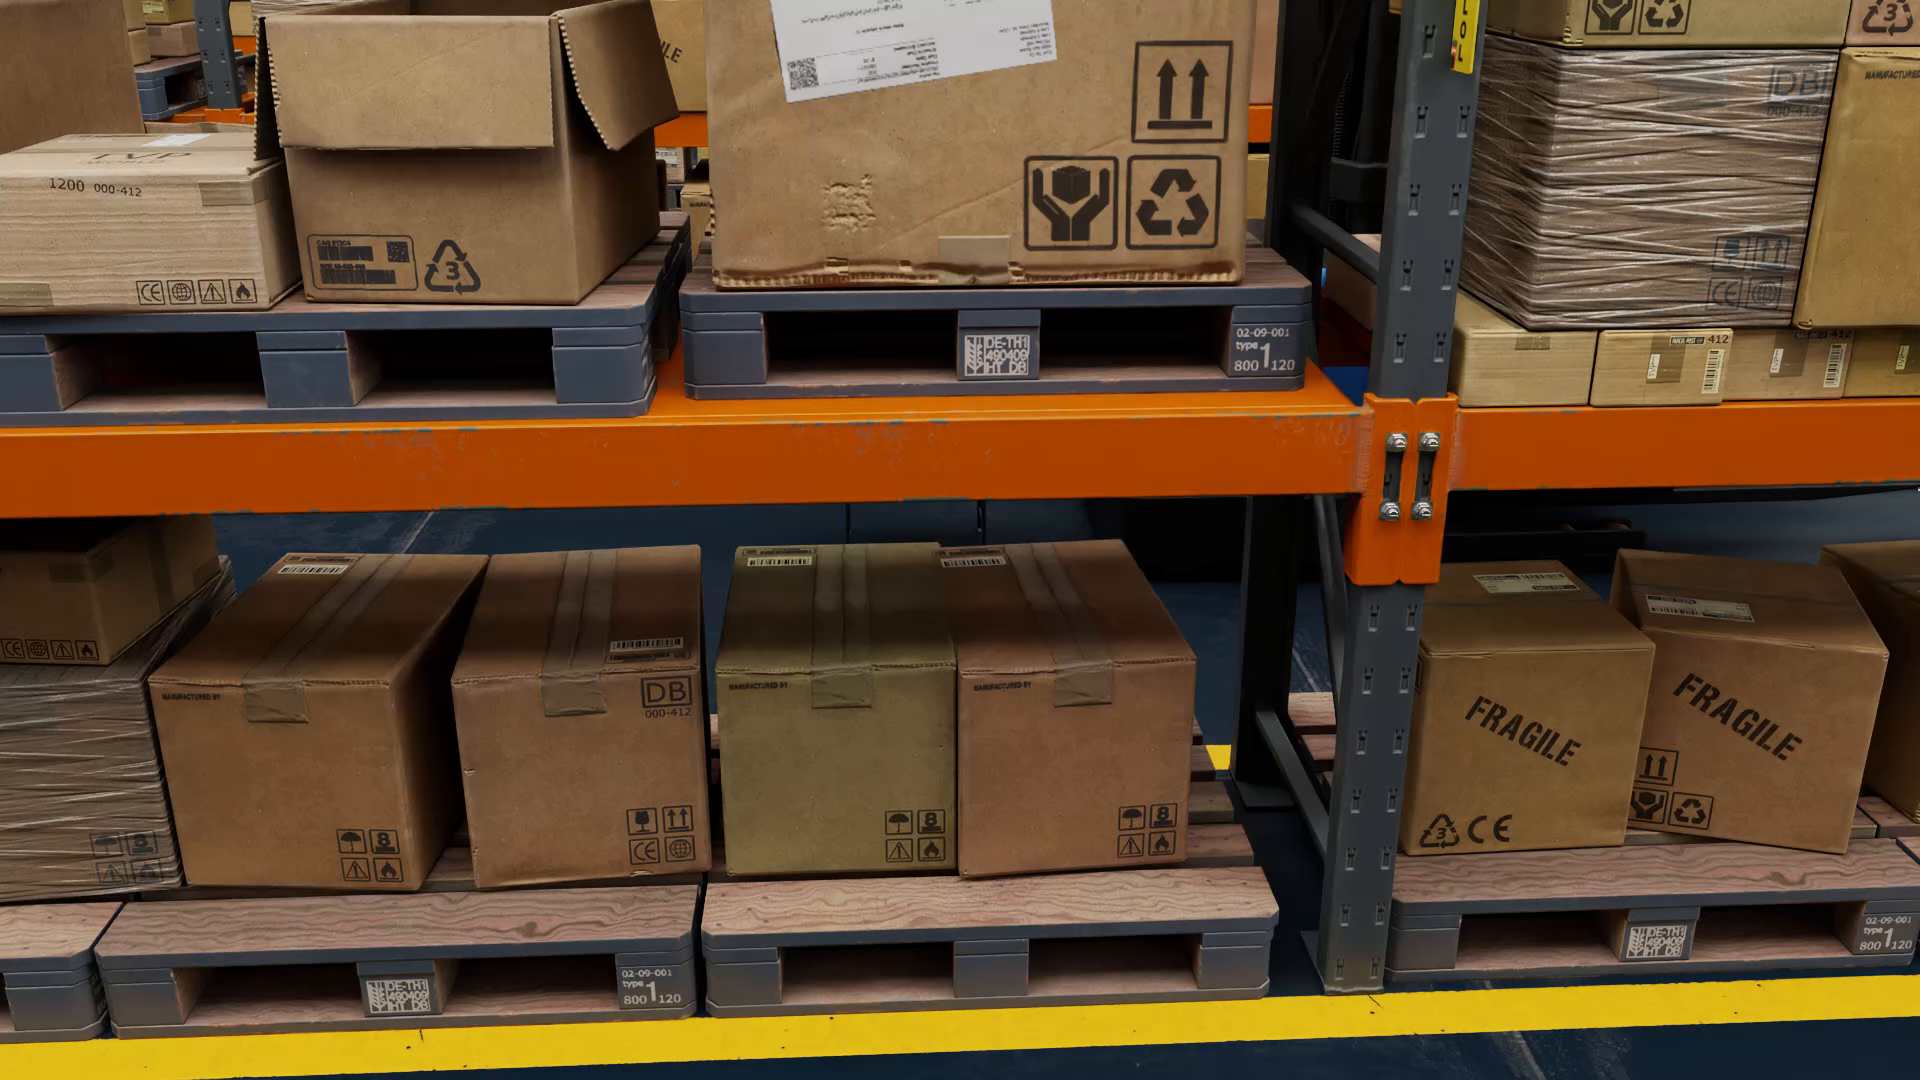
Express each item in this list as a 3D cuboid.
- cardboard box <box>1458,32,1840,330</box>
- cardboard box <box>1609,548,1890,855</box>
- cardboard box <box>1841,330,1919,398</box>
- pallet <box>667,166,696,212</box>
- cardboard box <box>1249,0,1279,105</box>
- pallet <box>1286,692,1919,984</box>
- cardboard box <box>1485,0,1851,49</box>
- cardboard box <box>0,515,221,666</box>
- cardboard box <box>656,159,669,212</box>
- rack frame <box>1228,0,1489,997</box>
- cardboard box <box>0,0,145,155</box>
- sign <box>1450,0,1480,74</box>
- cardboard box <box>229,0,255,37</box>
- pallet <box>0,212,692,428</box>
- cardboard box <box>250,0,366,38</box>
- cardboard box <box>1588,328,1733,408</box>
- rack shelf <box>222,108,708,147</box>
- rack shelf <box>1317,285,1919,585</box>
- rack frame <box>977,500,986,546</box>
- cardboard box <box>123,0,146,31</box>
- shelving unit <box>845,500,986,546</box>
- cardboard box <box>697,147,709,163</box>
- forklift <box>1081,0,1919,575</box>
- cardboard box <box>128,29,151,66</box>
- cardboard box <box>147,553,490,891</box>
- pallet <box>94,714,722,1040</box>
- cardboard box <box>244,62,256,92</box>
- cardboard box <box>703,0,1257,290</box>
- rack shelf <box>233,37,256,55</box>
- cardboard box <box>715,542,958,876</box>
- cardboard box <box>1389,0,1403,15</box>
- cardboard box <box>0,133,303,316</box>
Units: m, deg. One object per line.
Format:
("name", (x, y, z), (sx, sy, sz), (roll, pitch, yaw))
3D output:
("cardboard box", (1.268, -0.777, 3.388), (0.500, 0.500, 0.875), (-1, 21, -3))
("cardboard box", (1.789, 0.359, 3.884), (0.500, 0.500, 0.500), (5, 22, 14))
("cardboard box", (1.795, -0.408, 3.330), (0.250, 0.149, 0.380), (-1, 21, -3))
("pallet", (-1.748, -2.779, 13.124), (1.213, 0.211, 1.003), (-1, 21, -3))
("cardboard box", (1.549, -2.469, 8.180), (0.550, 0.550, 0.875), (-1, 21, -3))
("pallet", (1.484, 0.673, 4.057), (1.213, 0.211, 1.003), (-1, 21, -3))
("cardboard box", (1.279, -1.176, 3.030), (0.500, 0.500, 0.500), (-1, 21, -3))
("cardboard box", (-1.982, 0.051, 3.613), (0.500, 0.250, 0.500), (1, 21, 3))
("cardboard box", (-1.874, -1.431, 8.236), (0.750, 0.750, 1.050), (-1, 21, -2))
("rack frame", (0.816, -0.604, 3.492), (0.127, 3.000, 1.000), (-1, 21, -3))
("cardboard box", (-2.089, -0.838, 3.376), (0.500, 0.500, 0.700), (2, 21, 5))
("sign", (0.851, -0.948, 2.769), (0.005, 0.325, 0.100), (-1, 21, -3))
("cardboard box", (-5.246, -3.850, 12.229), (0.500, 0.250, 0.500), (-1, 21, -4))
("pallet", (-1.204, -0.488, 3.457), (1.213, 0.211, 1.003), (-1, 21, -3))
("cardboard box", (-2.896, -2.247, 7.666), (0.500, 0.500, 0.500), (-1, 21, -2))
("cardboard box", (1.298, -0.385, 3.269), (0.250, 0.149, 0.380), (-1, 21, -3))
("rack shelf", (-1.363, -1.991, 8.147), (4.000, 0.370, 1.077), (-1, 21, -3))
("rack shelf", (2.812, -0.309, 3.727), (4.000, 0.370, 1.077), (-1, 21, -3))
("rack frame", (0.078, -0.562, 5.912), (0.015, 1.200, 0.240), (-1, 21, -3))
("cardboard box", (-3.827, -2.333, 7.378), (0.250, 0.149, 0.380), (-1, 21, -2))
("shelving unit", (-0.165, -0.557, 5.899), (0.503, 1.200, 0.258), (-1, 21, -3))
("cardboard box", (-1.685, -3.051, 13.021), (0.625, 0.372, 0.950), (0, 21, -1))
("forklift", (1.985, -1.442, 5.789), (3.031, 2.935, 1.130), (-2, 21, -4))
("cardboard box", (-3.826, -2.193, 7.427), (0.250, 0.149, 0.380), (-1, 21, -2))
("cardboard box", (-1.391, 0.389, 3.778), (0.500, 0.500, 0.700), (1, 21, 1))
("pallet", (-1.182, 0.741, 3.878), (1.213, 0.211, 1.003), (-1, 21, -3))
("cardboard box", (-5.329, -3.245, 12.826), (0.875, 0.875, 0.875), (-1, 21, -2))
("cardboard box", (0.014, -1.114, 3.399), (1.000, 1.000, 1.000), (-1, 21, -3))
("rack shelf", (-5.740, -3.666, 12.547), (4.000, 0.370, 1.077), (-1, 21, -3))
("cardboard box", (-0.276, 0.366, 3.838), (0.500, 0.500, 0.700), (-1, 21, -3))
("cardboard box", (1.249, -1.364, 3.524), (0.500, 0.500, 0.500), (-1, 21, -3))
("cardboard box", (-1.491, -0.601, 3.106), (0.500, 0.250, 0.500), (-2, 21, -5))
